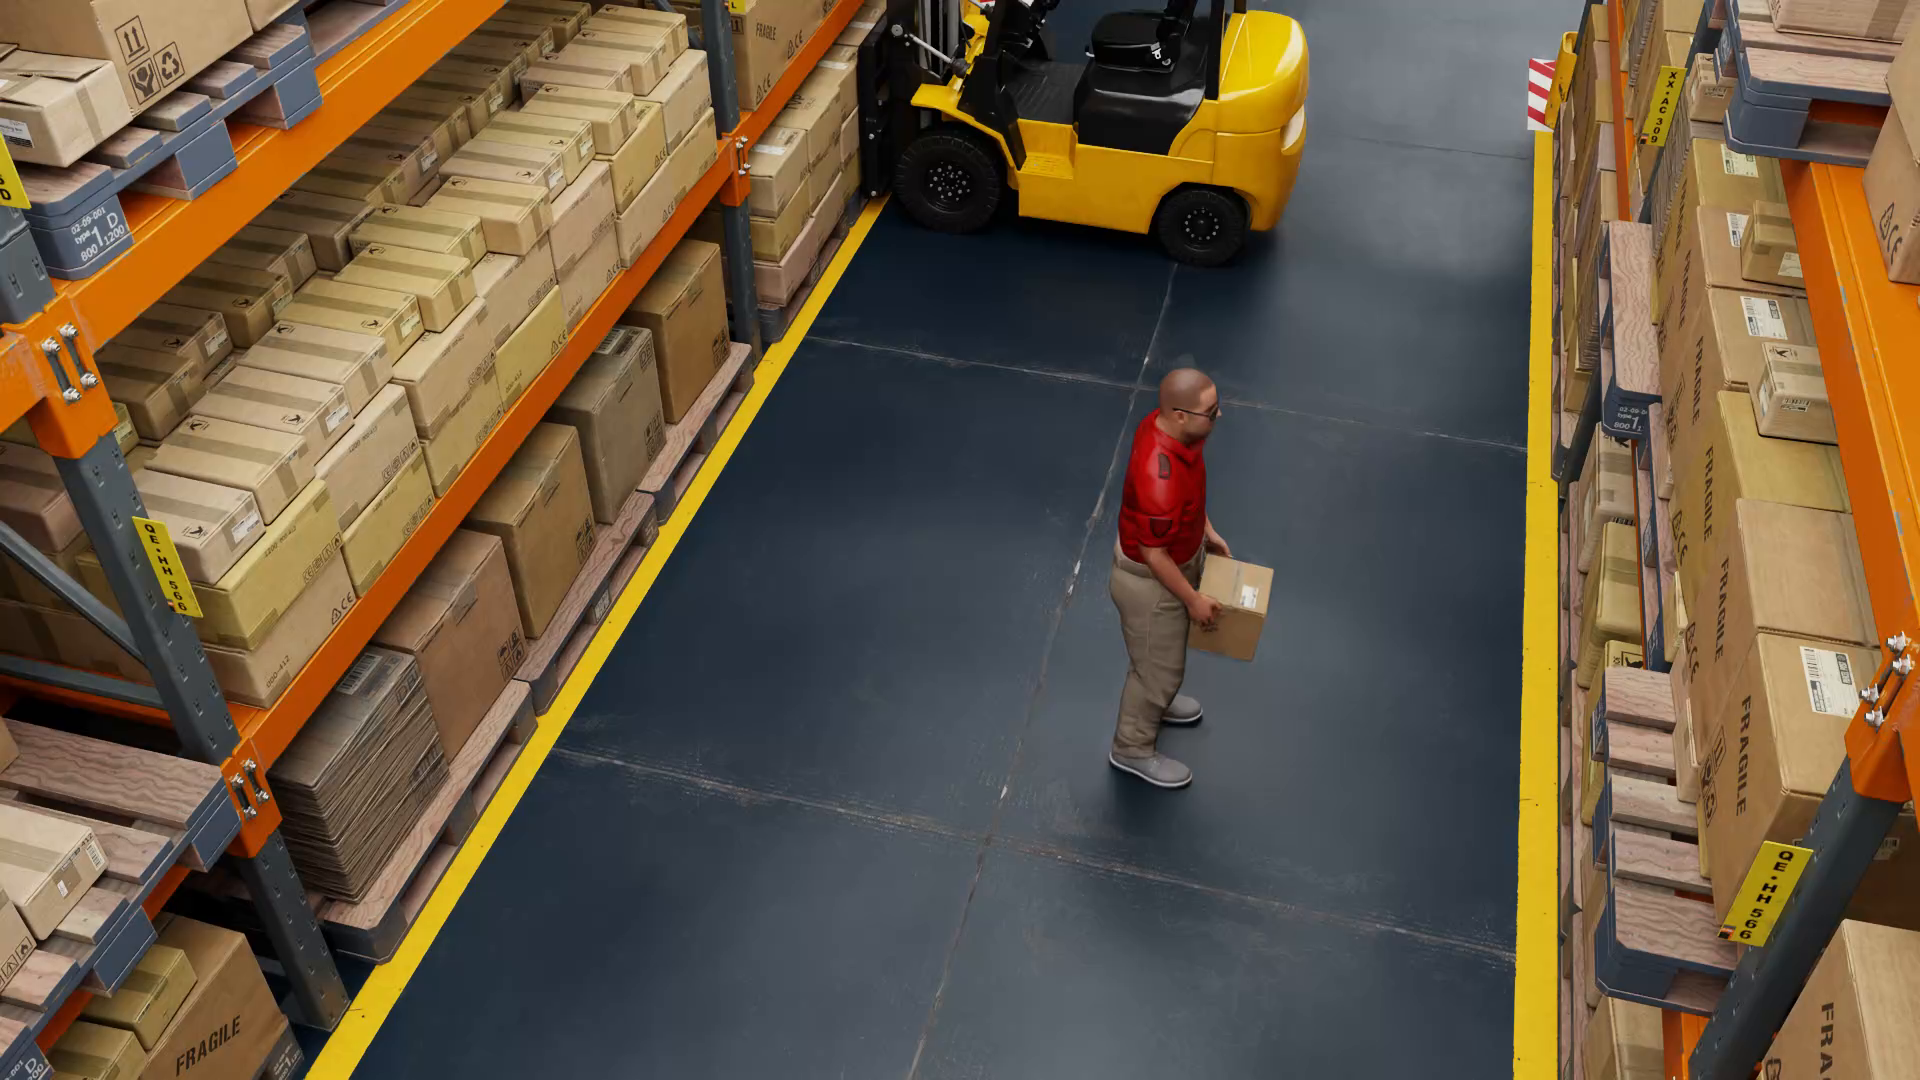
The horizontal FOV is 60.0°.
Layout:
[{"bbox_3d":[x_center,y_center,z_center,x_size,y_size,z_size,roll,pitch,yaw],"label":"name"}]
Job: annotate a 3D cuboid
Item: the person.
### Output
[{"bbox_3d":[0.763,0.115,6.030,0.418,1.733,0.542,9,42,11],"label":"person"}]
